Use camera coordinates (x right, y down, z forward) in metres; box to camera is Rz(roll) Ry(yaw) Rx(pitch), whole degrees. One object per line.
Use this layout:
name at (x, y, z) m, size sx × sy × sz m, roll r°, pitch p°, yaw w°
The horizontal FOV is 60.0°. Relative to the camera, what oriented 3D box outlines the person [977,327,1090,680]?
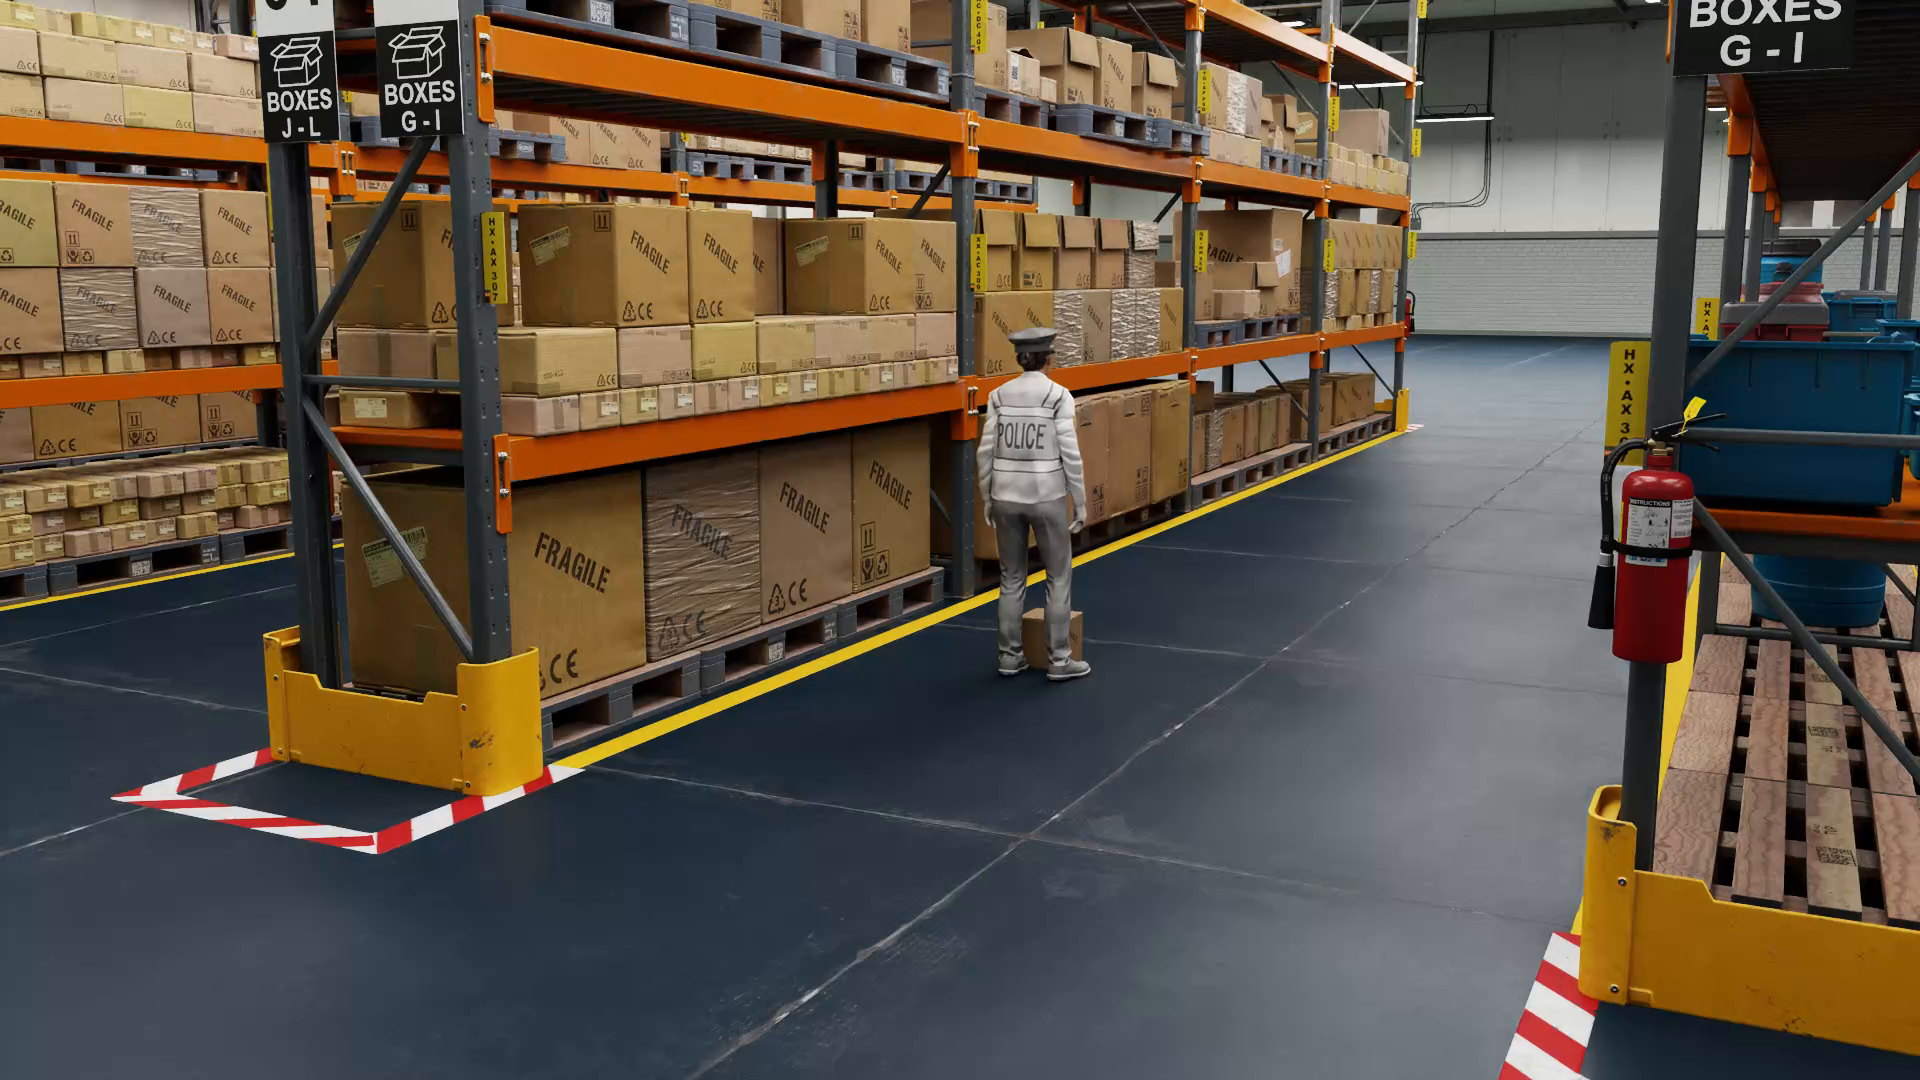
person at (0.345, -0.172, 7.921) m, size 0.537 × 1.663 × 0.377 m, roll 4°, pitch 10°, yaw 25°
